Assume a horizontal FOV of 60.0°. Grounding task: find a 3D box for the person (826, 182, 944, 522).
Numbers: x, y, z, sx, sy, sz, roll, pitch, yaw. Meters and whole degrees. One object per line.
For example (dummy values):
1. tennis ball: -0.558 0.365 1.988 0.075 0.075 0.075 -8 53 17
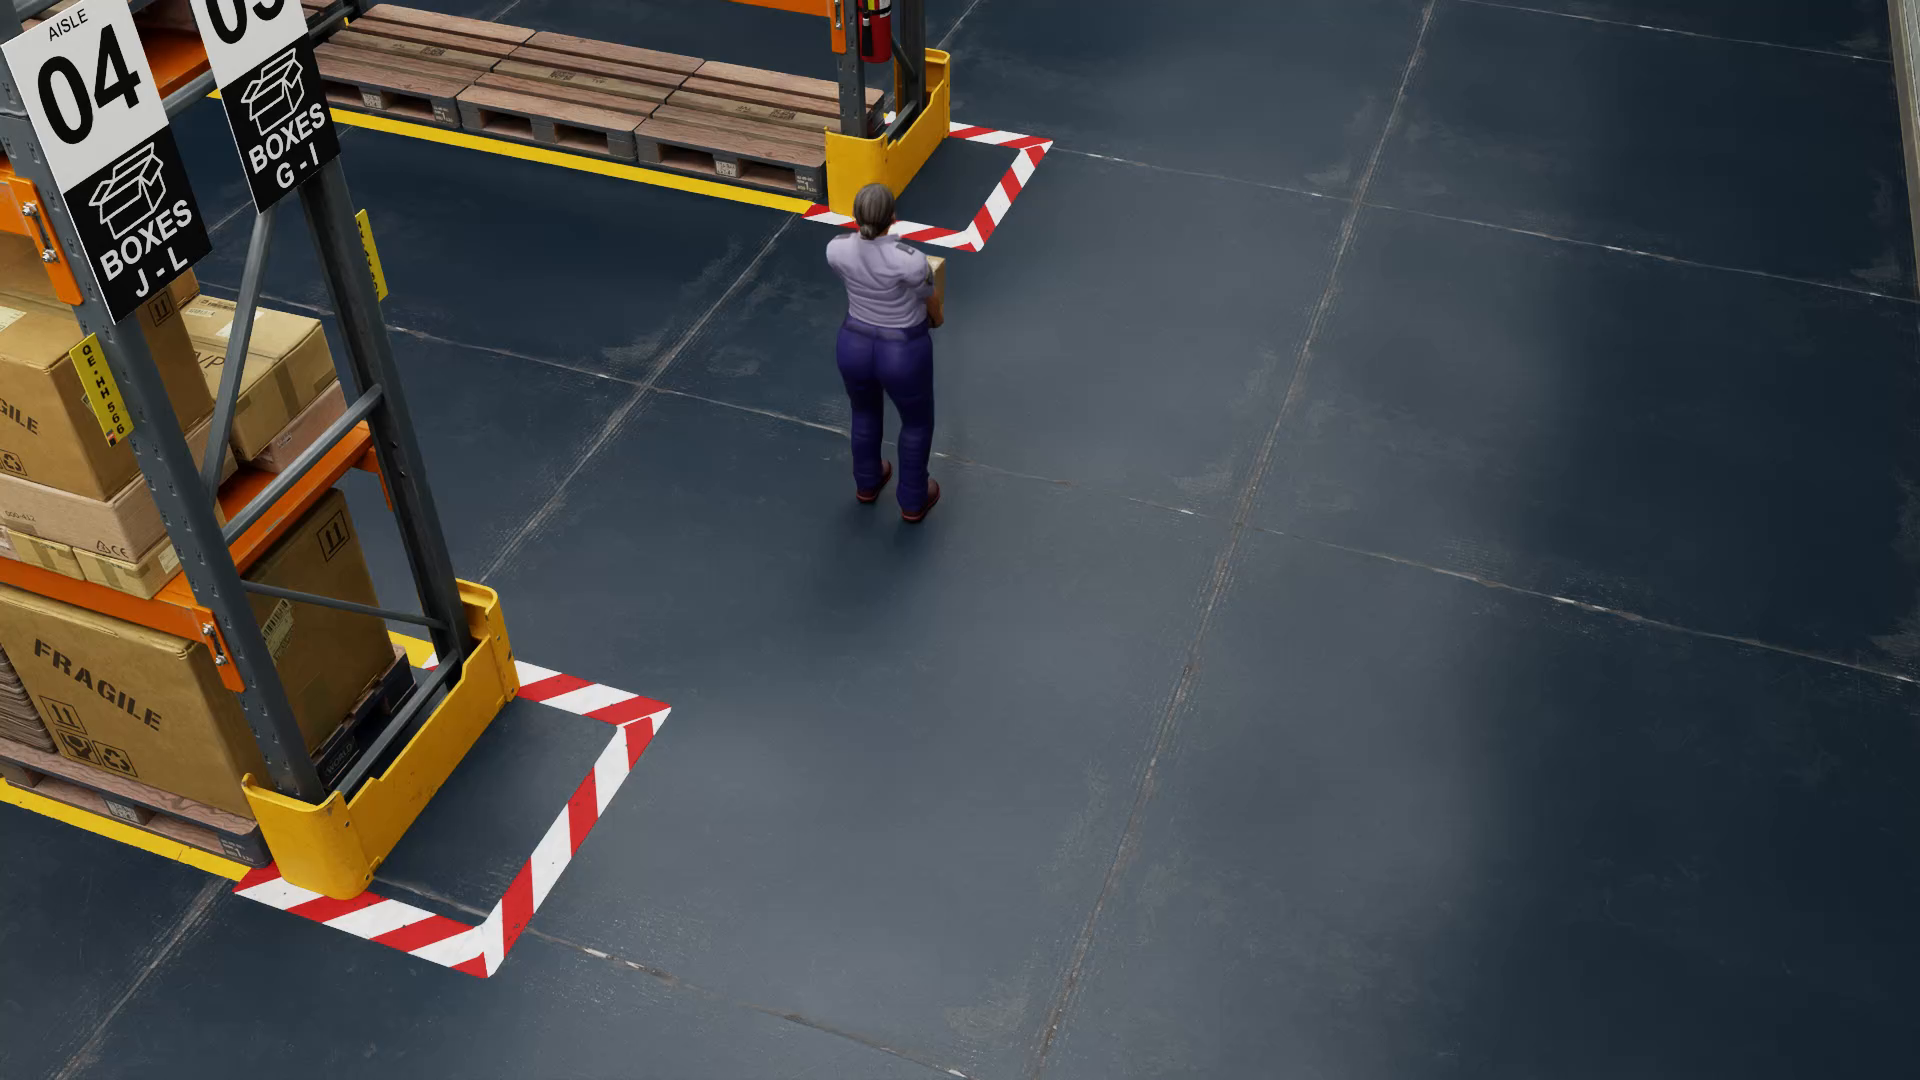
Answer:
1. person: -0.296 -0.838 7.126 0.434 1.633 0.526 13 43 15
